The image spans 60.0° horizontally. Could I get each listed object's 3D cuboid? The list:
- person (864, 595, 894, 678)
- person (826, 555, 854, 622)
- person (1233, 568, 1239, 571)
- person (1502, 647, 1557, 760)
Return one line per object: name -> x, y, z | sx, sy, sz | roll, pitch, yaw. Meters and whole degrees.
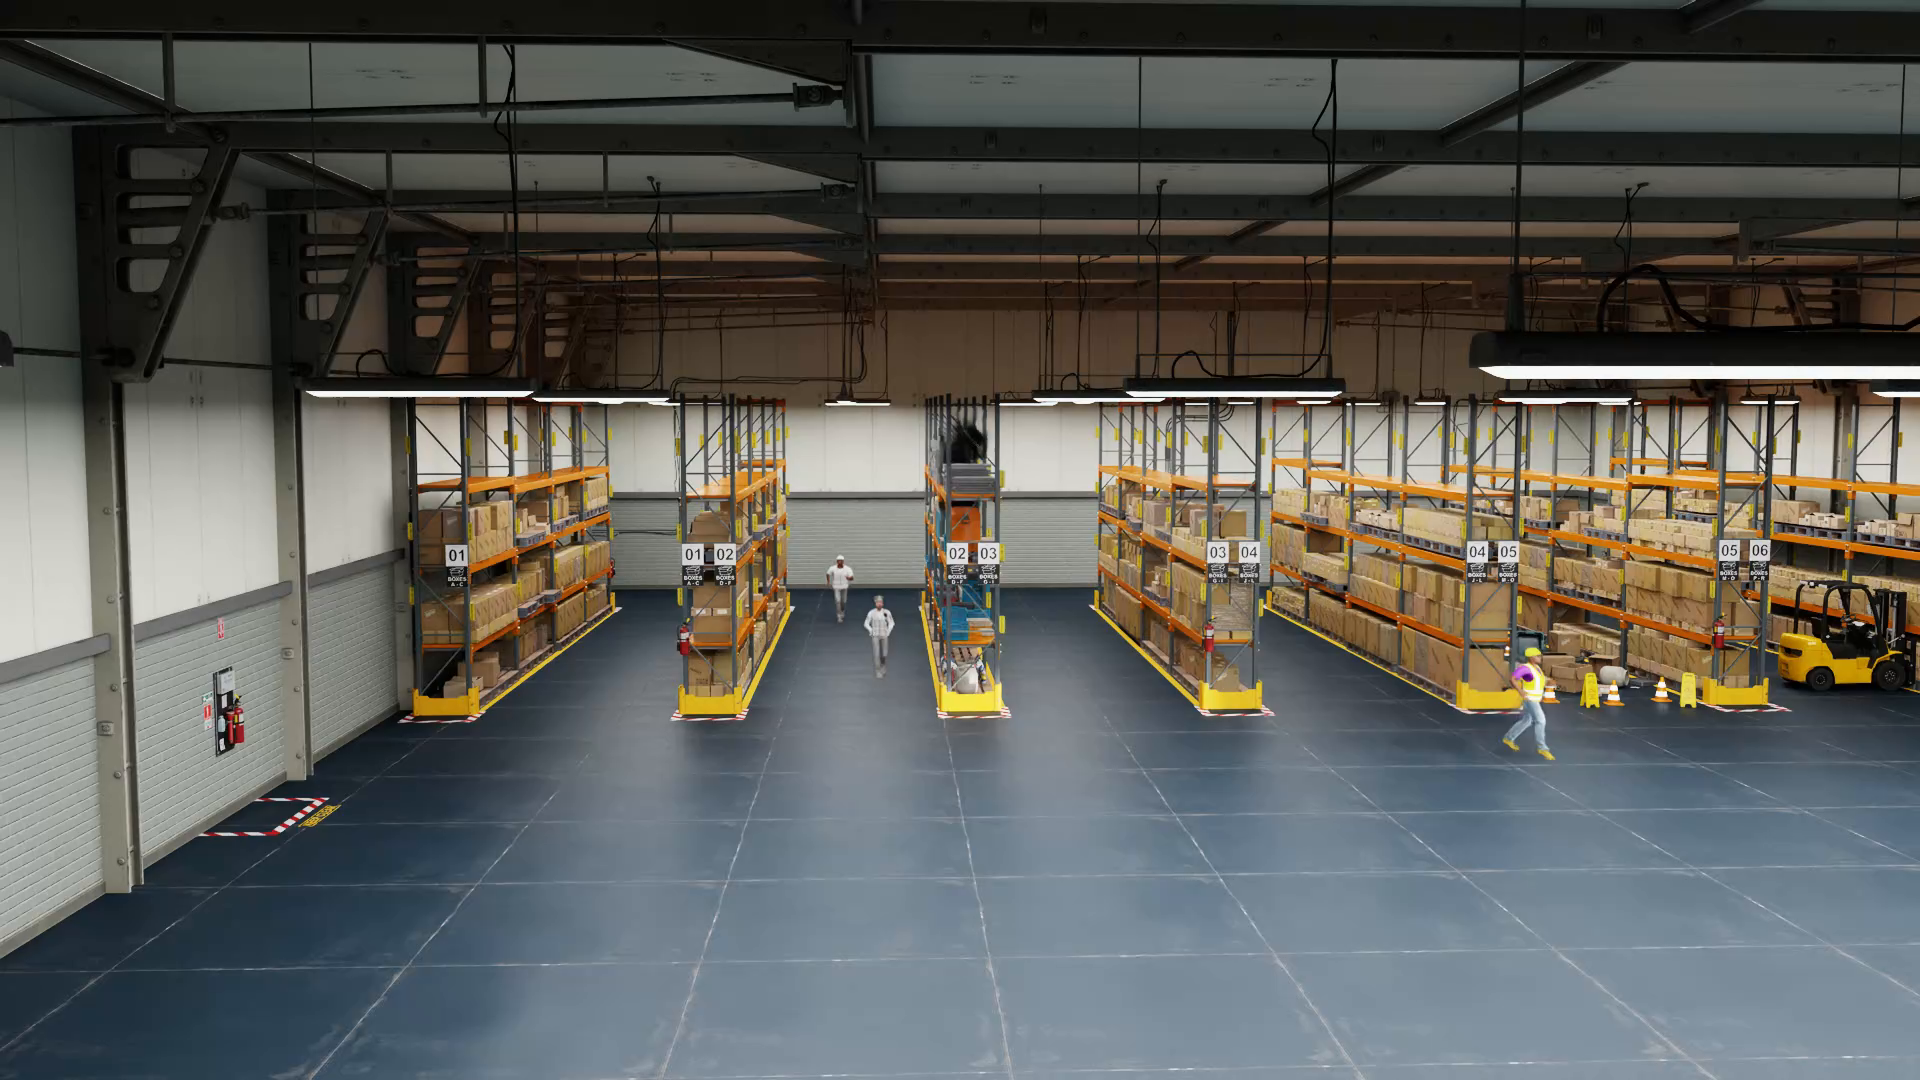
person -> -1.627, 1.947, 33.627 | 0.612, 1.660, 0.506 | 0, 5, -6
person -> -3.206, 1.288, 44.626 | 0.701, 1.754, 0.989 | -1, 5, -12
person -> 6.921, 1.532, 41.826 | 0.643, 1.761, 0.734 | 0, 5, -3
person -> 9.398, 2.670, 27.388 | 0.887, 1.814, 0.684 | 3, 5, 30
